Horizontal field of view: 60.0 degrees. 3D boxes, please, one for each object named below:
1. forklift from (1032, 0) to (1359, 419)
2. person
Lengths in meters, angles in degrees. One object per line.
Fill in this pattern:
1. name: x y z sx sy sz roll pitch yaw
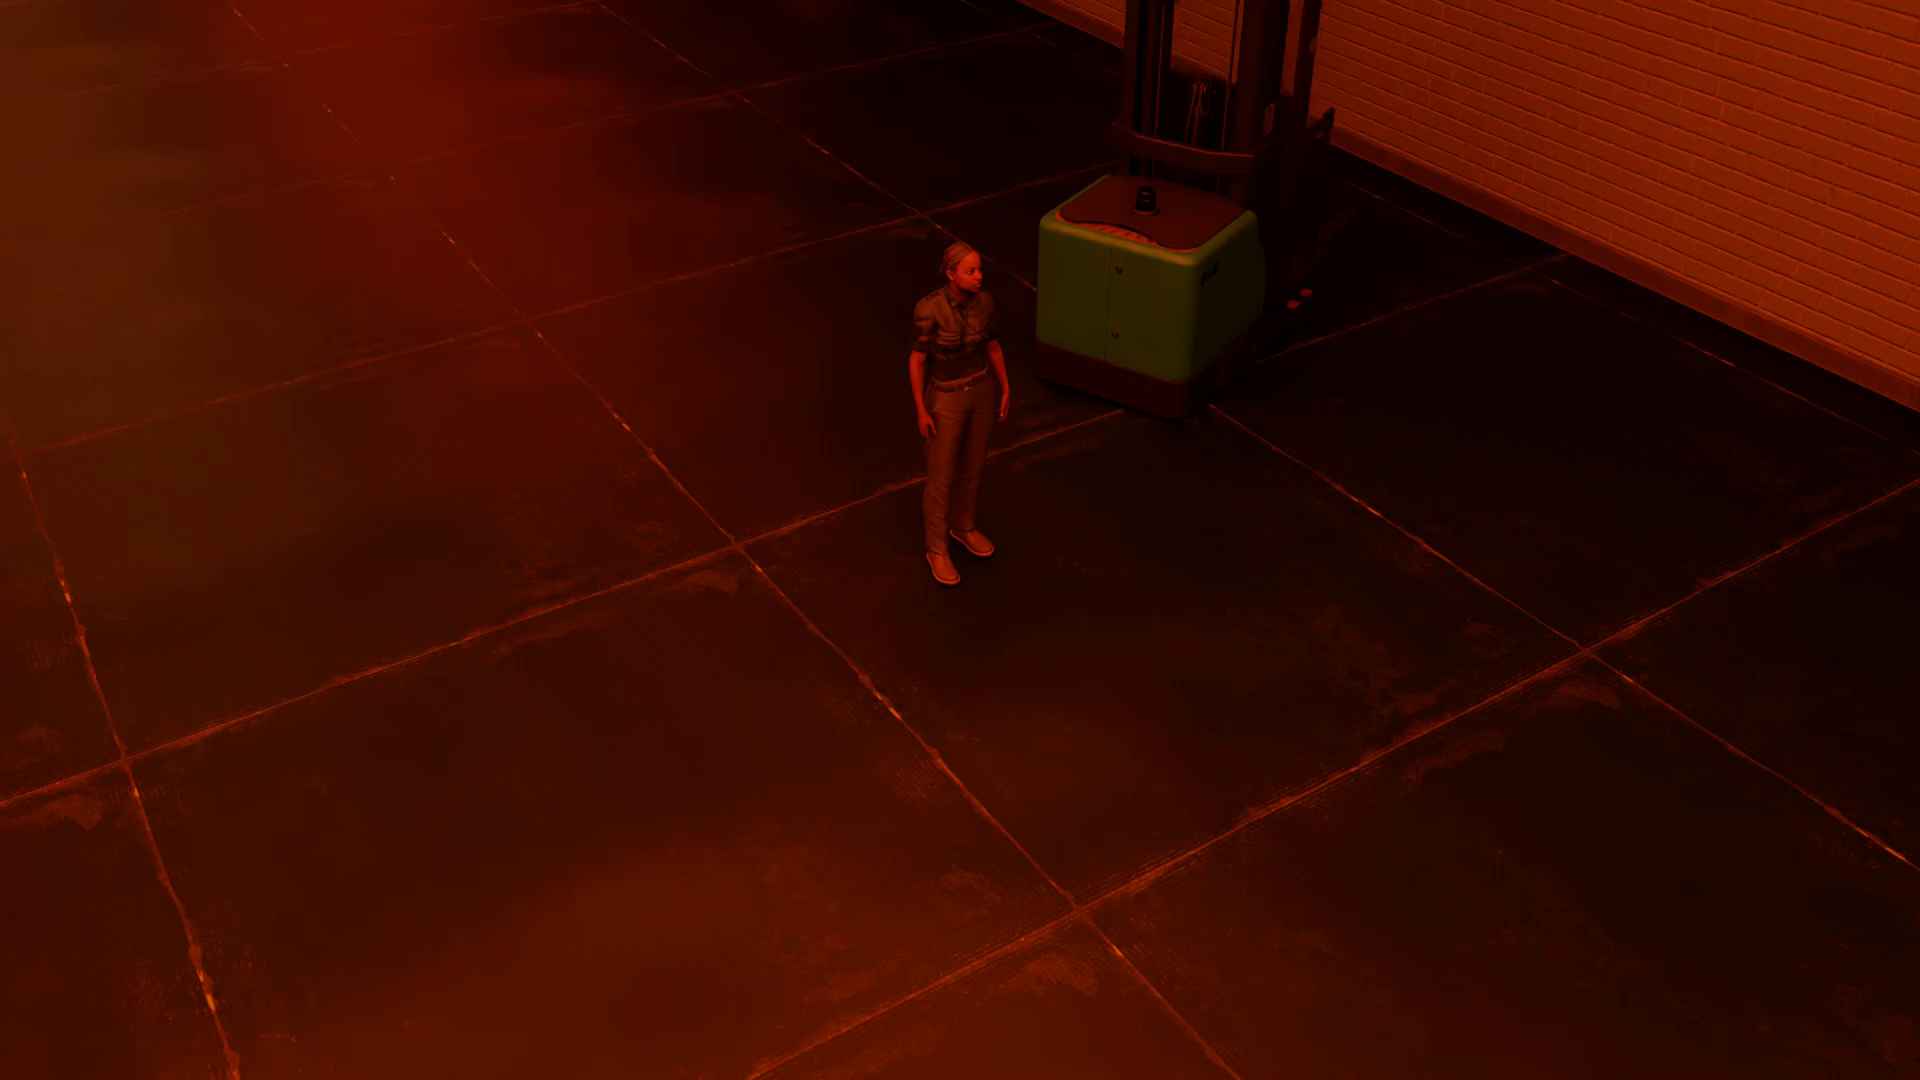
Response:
1. forklift: 1.667 -2.703 9.995 1.130 2.935 3.031 21 40 27
2. person: 0.031 -0.635 8.148 0.569 1.655 0.504 -21 40 -27
